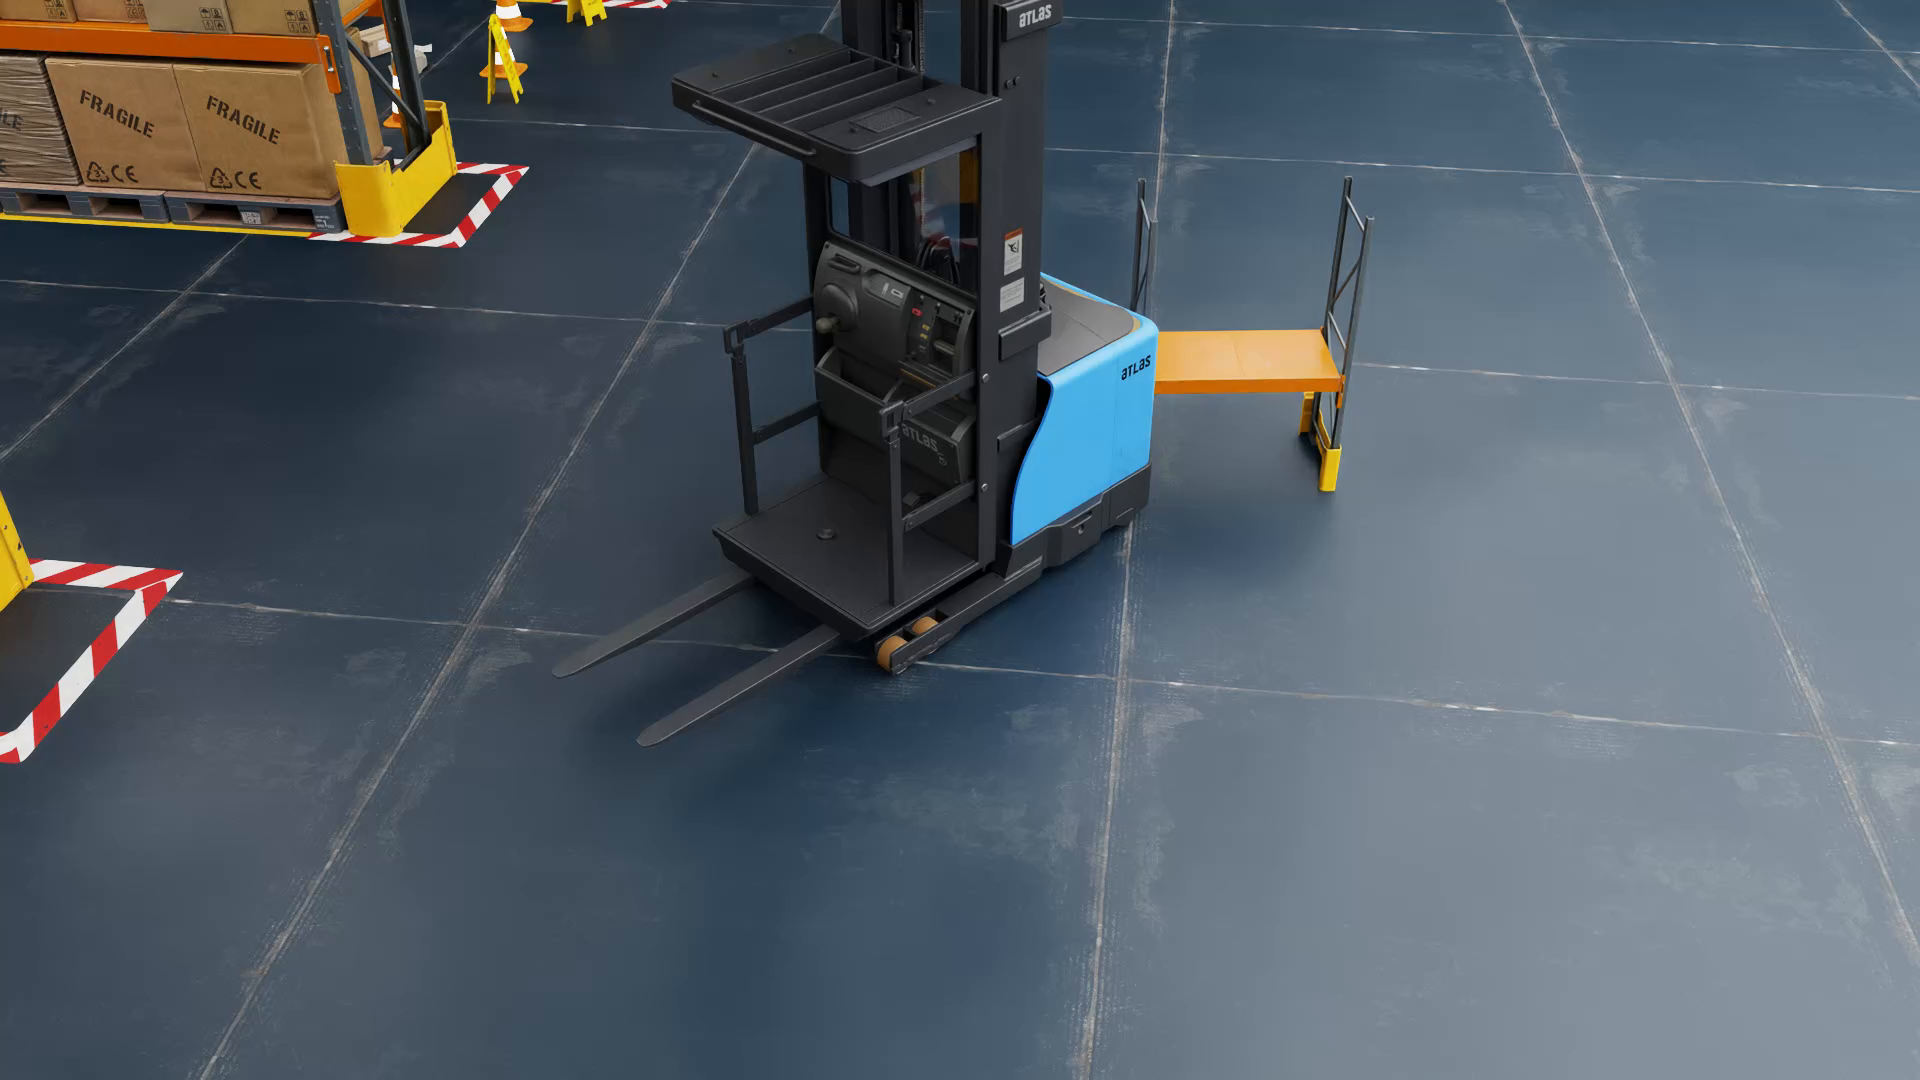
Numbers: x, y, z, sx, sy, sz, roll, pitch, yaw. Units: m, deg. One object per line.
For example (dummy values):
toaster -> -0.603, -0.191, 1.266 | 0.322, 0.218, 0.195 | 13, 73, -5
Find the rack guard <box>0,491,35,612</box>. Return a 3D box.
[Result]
rack guard -> -4.683, 0.281, 7.425 | 0.348, 0.500, 1.175 | 4, 36, 6

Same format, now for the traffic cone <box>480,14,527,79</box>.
traffic cone -> -3.740, -4.032, 13.501 | 0.334, 0.463, 0.336 | 4, 36, 6

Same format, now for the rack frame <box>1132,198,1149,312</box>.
rack frame -> 0.898, -1.018, 8.385 | 0.013, 1.308, 0.475 | -1, 36, -1

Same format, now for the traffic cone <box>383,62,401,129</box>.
traffic cone -> -4.222, -3.406, 12.624 | 0.334, 0.463, 0.336 | 4, 36, 6

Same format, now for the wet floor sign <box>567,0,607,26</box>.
wet floor sign -> -3.293, -4.852, 14.492 | 0.232, 0.644, 0.267 | 17, 39, 22

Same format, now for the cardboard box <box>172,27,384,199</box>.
cardboard box -> -4.557, -2.899, 11.197 | 0.875, 0.875, 0.875 | 4, 36, 6

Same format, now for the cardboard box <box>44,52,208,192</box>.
cardboard box -> -5.430, -2.963, 11.287 | 0.875, 0.875, 0.875 | 4, 36, 5

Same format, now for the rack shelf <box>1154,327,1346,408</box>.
rack shelf -> 1.407, -0.879, 8.500 | 1.000, 0.185, 0.538 | -1, 36, -1

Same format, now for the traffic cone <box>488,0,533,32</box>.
traffic cone -> -3.936, -4.696, 14.432 | 0.334, 0.463, 0.336 | 4, 36, 6

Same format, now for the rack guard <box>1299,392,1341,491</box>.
rack guard -> 1.895, -0.525, 8.770 | 0.087, 0.250, 0.587 | -1, 36, -1

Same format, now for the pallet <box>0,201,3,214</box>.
pallet -> -7.099, -2.640, 11.768 | 1.213, 0.211, 1.003 | 4, 36, 6

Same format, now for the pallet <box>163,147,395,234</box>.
pallet -> -4.679, -2.460, 11.515 | 1.213, 0.211, 1.003 | 4, 36, 6

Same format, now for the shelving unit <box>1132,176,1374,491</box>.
shelving unit -> 1.398, -1.025, 8.396 | 1.083, 1.500, 0.587 | -1, 36, -1

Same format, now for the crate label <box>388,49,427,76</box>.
crate label -> -4.528, -3.922, 13.627 | 0.298, 0.136, 0.250 | -14, 38, -18

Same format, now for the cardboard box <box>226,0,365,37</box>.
cardboard box -> -4.249, -3.643, 10.644 | 0.550, 0.550, 0.875 | 4, 36, 6

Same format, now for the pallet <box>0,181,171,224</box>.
pallet -> -5.885, -2.552, 11.644 | 1.213, 0.211, 1.003 | 4, 36, 6

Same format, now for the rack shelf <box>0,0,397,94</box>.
rack shelf -> -5.859, -3.436, 11.102 | 4.000, 0.370, 1.077 | 4, 36, 6

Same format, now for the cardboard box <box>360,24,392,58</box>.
cardboard box -> -4.902, -4.213, 14.025 | 0.250, 0.149, 0.380 | 24, 42, 30

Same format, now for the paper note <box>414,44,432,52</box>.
paper note -> -4.537, -4.155, 14.046 | 0.142, 0.019, 0.148 | -7, 36, -10

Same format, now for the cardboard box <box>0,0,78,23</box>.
cardboard box -> -5.868, -3.801, 10.864 | 0.500, 0.550, 0.875 | 4, 36, 6

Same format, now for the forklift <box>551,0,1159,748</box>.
forklift -> -0.441, -0.936, 7.038 | 1.130, 2.935, 3.031 | 30, 45, 35

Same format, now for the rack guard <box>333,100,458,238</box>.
rack guard -> -3.852, -2.562, 11.409 | 0.348, 0.500, 1.175 | 4, 36, 6

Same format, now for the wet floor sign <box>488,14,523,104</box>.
wet floor sign -> -3.595, -3.761, 12.965 | 0.232, 0.644, 0.267 | -2, 36, -2

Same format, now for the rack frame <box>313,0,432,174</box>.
rack frame -> -3.876, -3.581, 10.685 | 0.127, 3.000, 1.000 | 4, 36, 6

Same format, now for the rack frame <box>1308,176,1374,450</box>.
rack frame -> 1.915, -1.034, 8.408 | 0.032, 1.500, 0.500 | -1, 36, -1

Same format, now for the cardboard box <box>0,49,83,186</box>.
cardboard box -> -6.334, -3.032, 11.383 | 0.875, 0.875, 0.875 | 5, 36, 6
